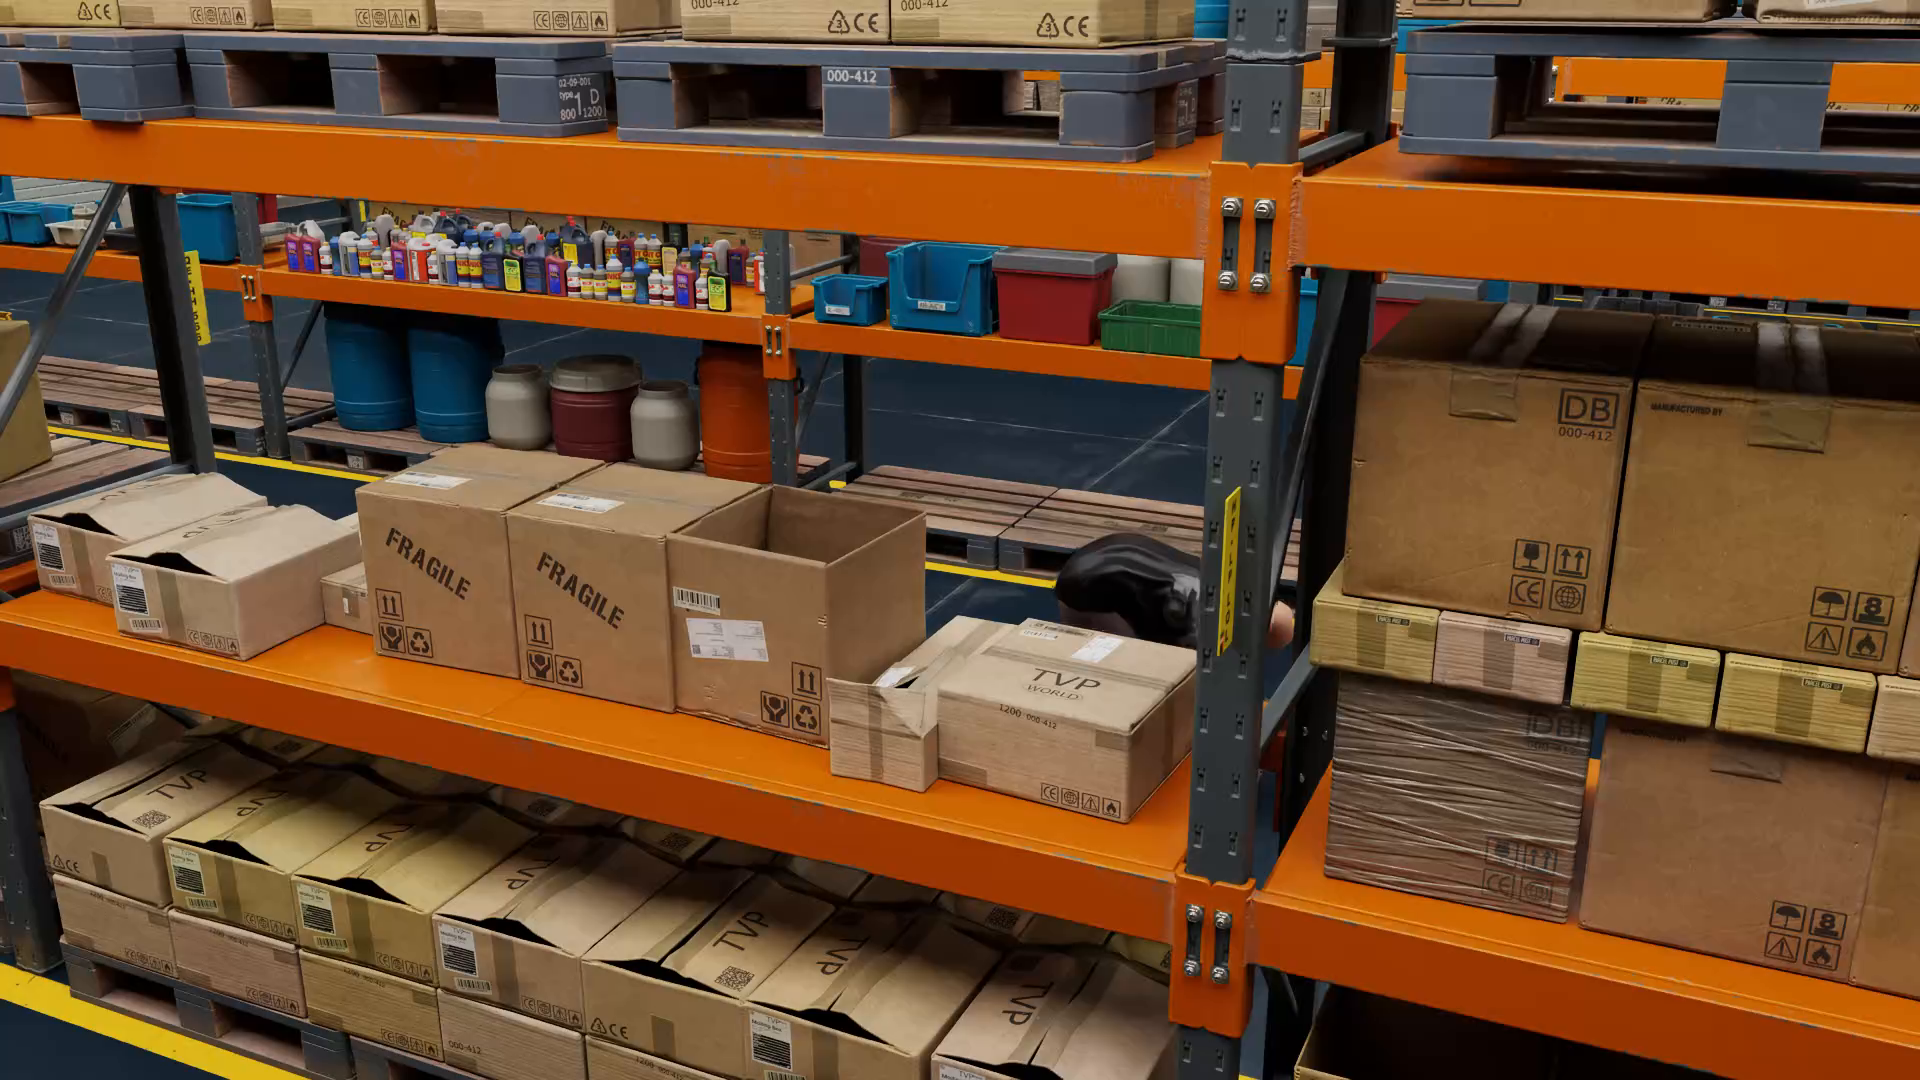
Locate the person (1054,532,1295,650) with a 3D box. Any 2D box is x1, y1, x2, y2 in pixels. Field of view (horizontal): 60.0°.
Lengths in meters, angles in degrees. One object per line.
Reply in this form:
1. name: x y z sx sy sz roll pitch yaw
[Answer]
1. person: 0.854 0.504 6.681 0.952 1.041 0.483 7 20 20
